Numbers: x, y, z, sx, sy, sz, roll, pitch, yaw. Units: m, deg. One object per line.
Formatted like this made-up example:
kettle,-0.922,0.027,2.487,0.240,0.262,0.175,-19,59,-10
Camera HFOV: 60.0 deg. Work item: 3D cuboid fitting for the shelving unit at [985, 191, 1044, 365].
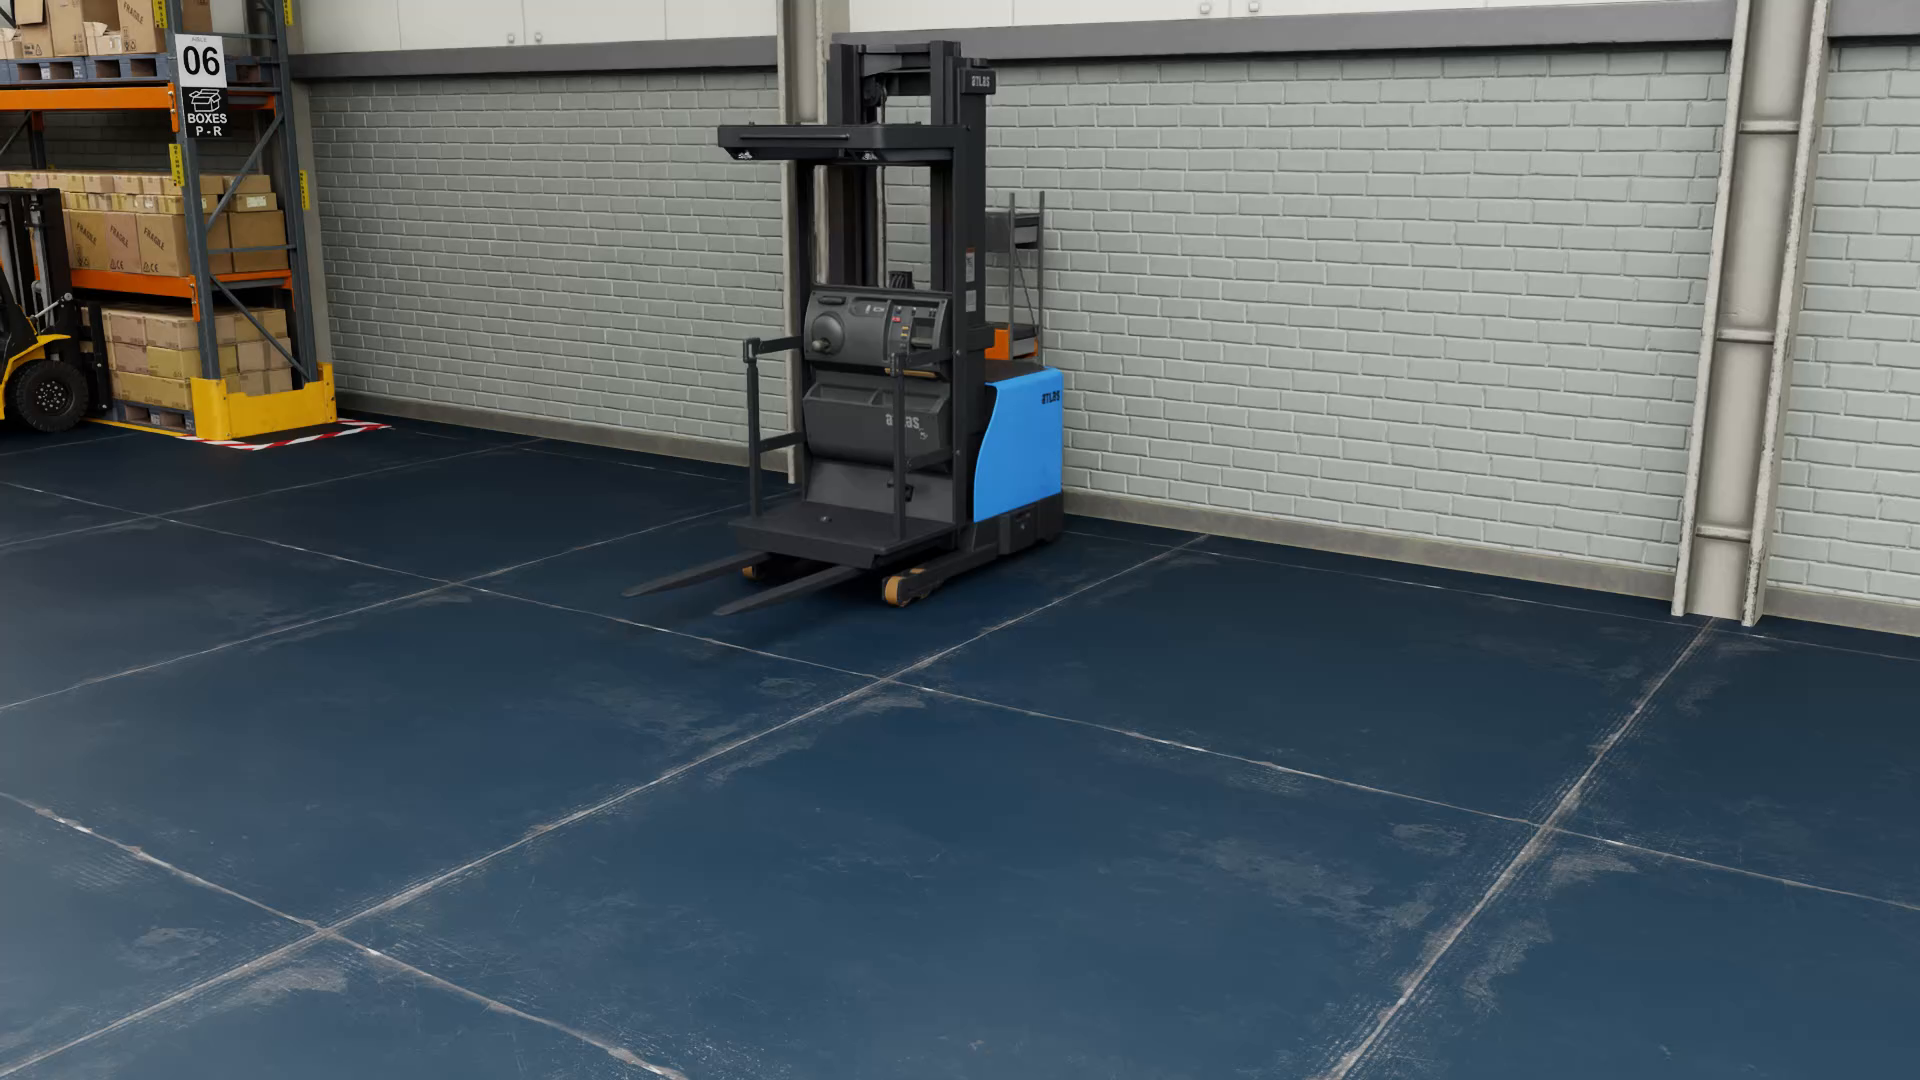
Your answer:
shelving unit,0.211,-1.170,10.680,0.503,2.100,0.431,9,16,31

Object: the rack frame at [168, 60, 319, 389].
rack frame,-5.896,-2.404,13.793,0.127,3.000,1.000,9,17,33

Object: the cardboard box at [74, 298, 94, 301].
cardboard box,-8.151,-2.033,15.060,0.500,0.250,0.500,10,17,35

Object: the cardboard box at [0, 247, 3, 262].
cardboard box,-8.552,-2.811,15.229,0.500,0.500,0.500,10,17,34

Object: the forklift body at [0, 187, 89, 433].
forklift body,-8.488,-1.883,13.453,1.214,2.155,2.313,9,17,33

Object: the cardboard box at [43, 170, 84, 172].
cardboard box,-8.370,-3.391,15.603,0.250,0.149,0.380,9,17,32

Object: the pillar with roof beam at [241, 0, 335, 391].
pillar with roof beam,-8.374,-4.731,10.708,0.400,9.000,9.100,9,17,33

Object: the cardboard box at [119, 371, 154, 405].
cardboard box,-6.870,-1.342,14.350,0.500,0.250,0.500,9,17,33

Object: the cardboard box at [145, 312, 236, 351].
cardboard box,-6.453,-1.758,13.951,0.500,0.250,0.500,10,17,35

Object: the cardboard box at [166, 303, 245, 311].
cardboard box,-6.606,-1.927,14.634,0.500,0.250,0.500,9,17,33

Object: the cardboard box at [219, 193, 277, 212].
cardboard box,-6.033,-2.865,14.096,0.250,0.149,0.380,9,16,31

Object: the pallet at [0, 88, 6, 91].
pallet,-9.955,-4.420,16.090,1.217,0.209,0.805,8,16,31

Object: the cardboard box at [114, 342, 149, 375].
cardboard box,-6.885,-1.588,14.305,0.500,0.250,0.500,9,17,32

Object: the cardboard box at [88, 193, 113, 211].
cardboard box,-7.197,-2.896,14.220,0.250,0.149,0.380,9,16,31

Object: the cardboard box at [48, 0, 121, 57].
cardboard box,-7.194,-4.329,14.037,0.500,0.500,0.700,9,17,33

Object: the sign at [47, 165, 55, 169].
sign,-8.907,-3.510,16.294,0.005,0.325,0.100,9,17,33

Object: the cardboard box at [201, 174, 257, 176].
cardboard box,-6.242,-3.048,14.216,0.250,0.149,0.380,10,17,35

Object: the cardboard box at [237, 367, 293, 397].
cardboard box,-6.195,-1.378,14.497,0.500,0.250,0.500,9,17,33

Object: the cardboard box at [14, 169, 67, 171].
cardboard box,-8.782,-3.466,15.905,0.250,0.149,0.380,9,17,33

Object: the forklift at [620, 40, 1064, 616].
forklift,-0.588,-1.195,9.052,1.130,2.935,3.031,9,16,32

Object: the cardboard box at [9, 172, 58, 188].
cardboard box,-8.246,-3.213,14.882,0.250,0.149,0.380,9,16,32

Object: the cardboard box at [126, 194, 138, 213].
cardboard box,-6.750,-2.834,13.970,0.250,0.149,0.380,10,17,34

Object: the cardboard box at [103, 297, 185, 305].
cardboard box,-7.437,-2.067,15.196,0.500,0.250,0.500,9,16,32

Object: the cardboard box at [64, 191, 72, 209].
cardboard box,-7.575,-2.977,14.548,0.250,0.149,0.380,9,17,32

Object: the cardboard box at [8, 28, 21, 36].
cardboard box,-8.661,-4.446,14.901,0.500,0.311,0.500,10,17,34

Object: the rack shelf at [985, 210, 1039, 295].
rack shelf,0.211,-1.836,10.515,0.480,0.518,0.431,9,16,31

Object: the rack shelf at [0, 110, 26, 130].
rack shelf,-10.875,-4.316,16.770,4.000,0.370,1.077,9,17,33

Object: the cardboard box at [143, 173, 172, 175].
cardboard box,-6.911,-3.141,14.591,0.250,0.149,0.380,10,17,35

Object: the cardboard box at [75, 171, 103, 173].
cardboard box,-7.923,-3.331,15.361,0.250,0.149,0.380,9,16,32

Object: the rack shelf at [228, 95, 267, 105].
rack shelf,-7.556,-3.849,14.585,3.687,0.071,0.831,9,17,33

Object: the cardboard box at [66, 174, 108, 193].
cardboard box,-7.426,-3.069,14.302,0.250,0.149,0.380,10,17,34

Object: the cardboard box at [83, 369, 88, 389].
cardboard box,-7.724,-1.476,14.892,0.500,0.250,0.500,10,17,35

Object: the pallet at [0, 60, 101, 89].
pallet,-8.493,-4.245,15.169,1.213,0.211,1.003,9,17,33
